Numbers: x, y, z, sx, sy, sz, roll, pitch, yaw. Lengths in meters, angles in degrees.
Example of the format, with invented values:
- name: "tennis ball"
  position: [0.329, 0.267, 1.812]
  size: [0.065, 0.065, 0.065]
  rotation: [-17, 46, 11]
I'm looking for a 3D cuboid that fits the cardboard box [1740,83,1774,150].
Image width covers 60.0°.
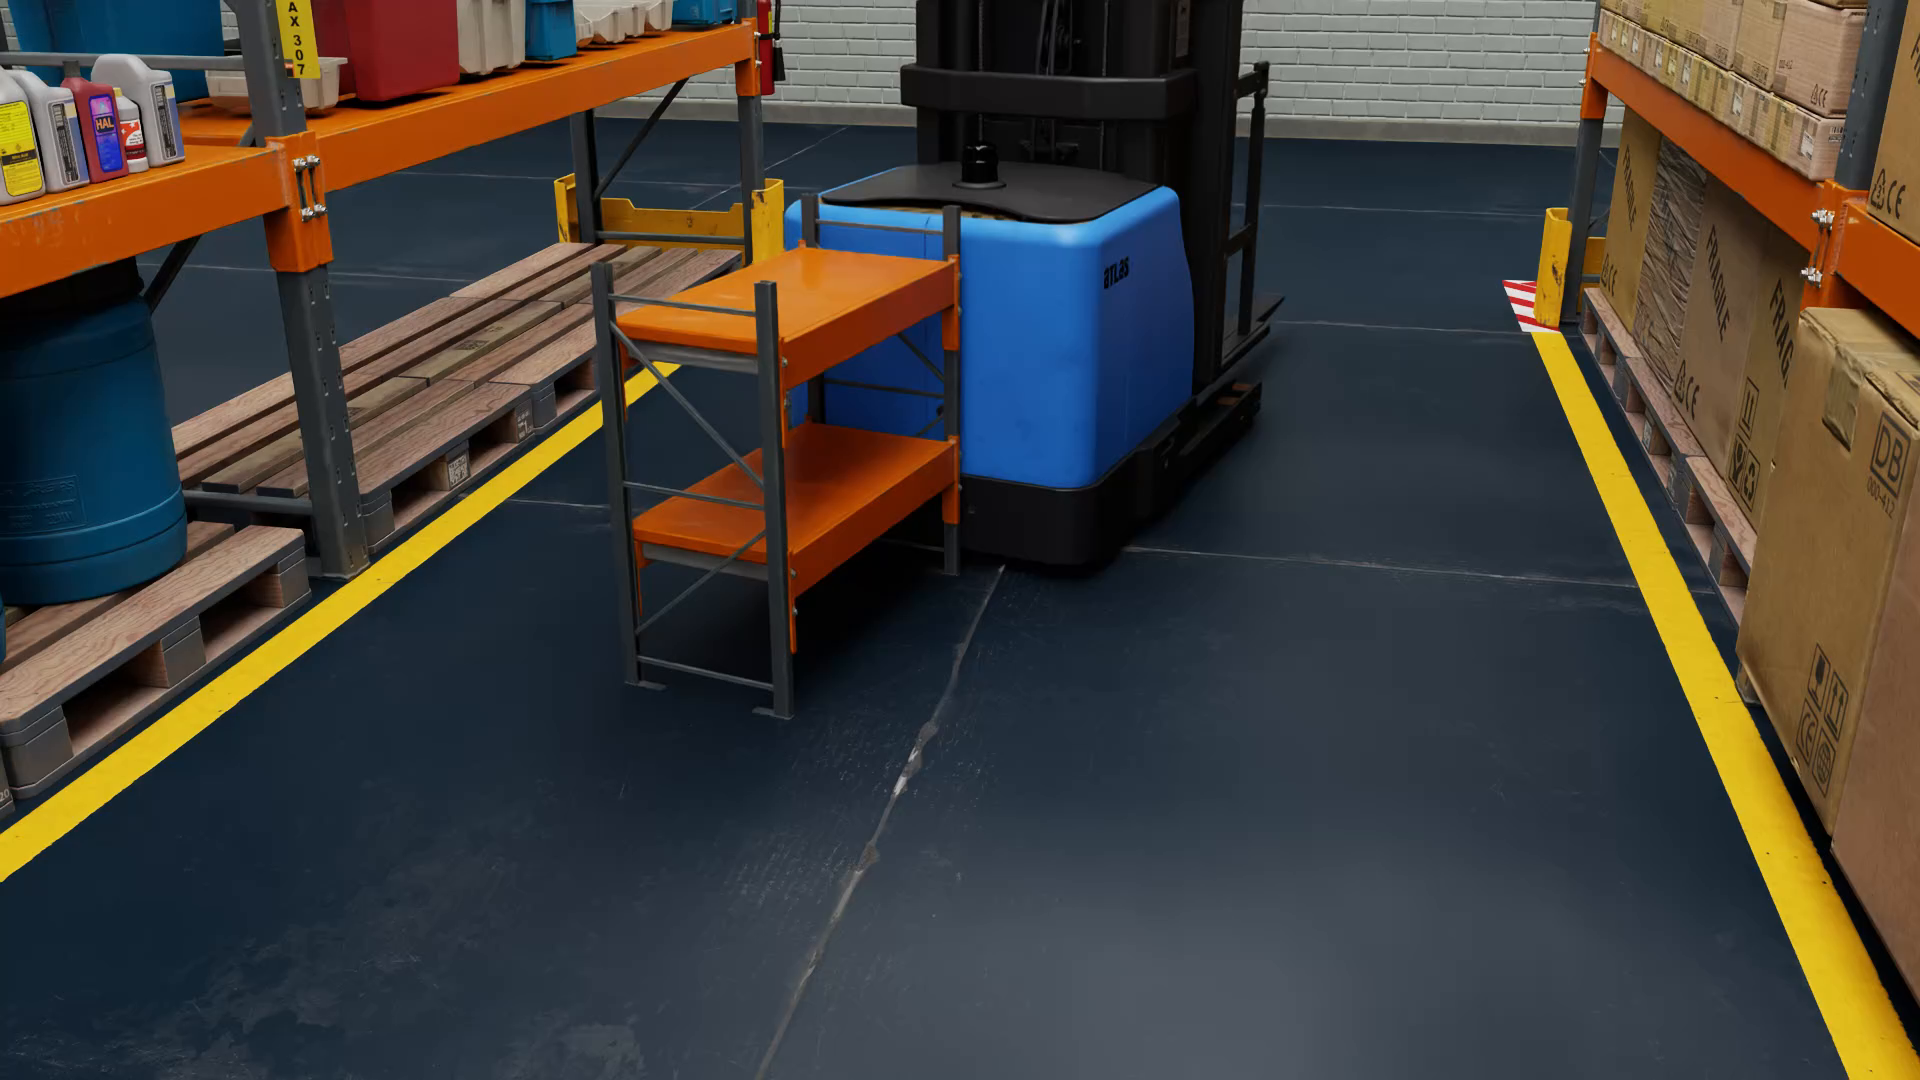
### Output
- name: "cardboard box"
  position: [2.371, -1.153, 4.538]
  size: [0.380, 0.149, 0.250]
  rotation: [4, 22, 10]

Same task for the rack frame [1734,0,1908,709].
- name: "rack frame"
  position: [2.525, -0.945, 3.686]
  size: [1.000, 3.000, 0.127]
  rotation: [4, 22, 11]

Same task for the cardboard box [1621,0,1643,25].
- name: "cardboard box"
  position: [2.879, -2.131, 6.432]
  size: [0.500, 0.250, 0.500]
  rotation: [4, 22, 10]

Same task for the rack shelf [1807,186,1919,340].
- name: "rack shelf"
  position: [2.116, 0.120, 2.004]
  size: [1.077, 0.370, 4.000]
  rotation: [4, 22, 11]

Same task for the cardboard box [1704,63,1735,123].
- name: "cardboard box"
  position: [2.476, -1.342, 5.006]
  size: [0.380, 0.149, 0.250]
  rotation: [5, 22, 12]

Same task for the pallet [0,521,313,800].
- name: "pallet"
  position: [-2.522, 0.250, 4.451]
  size: [1.003, 0.211, 1.213]
  rotation: [4, 22, 11]

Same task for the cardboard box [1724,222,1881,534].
- name: "cardboard box"
  position: [2.737, -0.390, 4.588]
  size: [0.875, 0.875, 0.875]
  rotation: [4, 22, 11]

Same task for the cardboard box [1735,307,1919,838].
- name: "cardboard box"
  position: [2.413, 0.081, 3.419]
  size: [1.225, 0.875, 0.875]
  rotation: [5, 22, 11]

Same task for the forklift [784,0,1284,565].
- name: "forklift"
  position: [0.525, -1.799, 5.898]
  size: [1.130, 2.935, 3.031]
  rotation: [10, 24, 23]

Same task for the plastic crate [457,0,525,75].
- name: "plastic crate"
  position: [-1.832, -1.840, 5.986]
  size: [0.437, 0.282, 0.530]
  rotation: [4, 22, 11]

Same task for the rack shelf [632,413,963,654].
- name: "rack shelf"
  position: [-0.442, -0.051, 4.630]
  size: [0.538, 0.278, 1.000]
  rotation: [10, 24, 23]

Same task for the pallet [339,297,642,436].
- name: "pallet"
  position: [-1.965, -0.749, 6.930]
  size: [1.003, 0.211, 1.213]
  rotation: [4, 22, 11]

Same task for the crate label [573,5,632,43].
- name: "crate label"
  position: [-1.603, -2.171, 7.001]
  size: [0.396, 0.136, 0.243]
  rotation: [4, 22, 11]

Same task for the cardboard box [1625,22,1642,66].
- name: "cardboard box"
  position: [2.790, -1.904, 6.402]
  size: [0.380, 0.149, 0.250]
  rotation: [4, 22, 10]

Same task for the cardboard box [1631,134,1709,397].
- name: "cardboard box"
  position: [3.103, -1.044, 6.214]
  size: [0.875, 0.875, 0.875]
  rotation: [4, 22, 11]

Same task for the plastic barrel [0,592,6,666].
- name: "plastic barrel"
  position: [-2.596, -0.088, 3.803]
  size: [0.600, 0.901, 0.708]
  rotation: [4, 22, 11]

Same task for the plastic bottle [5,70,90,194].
- name: "plastic bottle"
  position: [-2.163, -0.963, 3.895]
  size: [0.152, 0.276, 0.135]
  rotation: [4, 22, 11]

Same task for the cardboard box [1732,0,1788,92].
- name: "cardboard box"
  position: [2.461, -1.385, 4.579]
  size: [0.500, 0.250, 0.500]
  rotation: [5, 23, 13]

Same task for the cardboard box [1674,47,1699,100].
- name: "cardboard box"
  position: [2.581, -1.528, 5.469]
  size: [0.380, 0.149, 0.250]
  rotation: [5, 22, 12]

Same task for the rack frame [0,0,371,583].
- name: "rack frame"
  position: [-2.324, -1.323, 4.623]
  size: [1.000, 3.000, 0.127]
  rotation: [4, 22, 11]

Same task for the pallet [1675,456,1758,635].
- name: "pallet"
  position: [2.756, 0.076, 4.882]
  size: [1.003, 0.211, 1.213]
  rotation: [4, 22, 11]

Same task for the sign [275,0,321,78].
- name: "sign"
  position: [-1.786, -1.409, 4.466]
  size: [0.100, 0.325, 0.005]
  rotation: [4, 22, 11]

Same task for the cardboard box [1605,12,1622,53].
- name: "cardboard box"
  position: [2.894, -2.093, 6.872]
  size: [0.380, 0.149, 0.250]
  rotation: [4, 22, 10]

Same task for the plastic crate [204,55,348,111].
- name: "plastic crate"
  position: [-2.089, -1.388, 5.057]
  size: [0.396, 0.136, 0.243]
  rotation: [4, 22, 11]

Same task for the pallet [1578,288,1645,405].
- name: "pallet"
  position: [3.254, -0.816, 7.098]
  size: [1.003, 0.211, 1.213]
  rotation: [4, 22, 11]

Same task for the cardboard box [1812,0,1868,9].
- name: "cardboard box"
  position: [2.357, -1.550, 3.986]
  size: [0.500, 0.500, 0.500]
  rotation: [5, 22, 12]

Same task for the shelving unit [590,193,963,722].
- name: "shelving unit"
  position: [-0.442, -0.278, 4.538]
  size: [0.538, 1.125, 1.048]
  rotation: [10, 24, 23]

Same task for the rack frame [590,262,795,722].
- name: "rack frame"
  position: [-0.654, -0.105, 4.110]
  size: [0.500, 1.125, 0.032]
  rotation: [10, 24, 23]

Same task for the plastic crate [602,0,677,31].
- name: "plastic crate"
  position: [-1.497, -2.379, 7.519]
  size: [0.396, 0.136, 0.243]
  rotation: [4, 22, 11]

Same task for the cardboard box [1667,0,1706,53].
- name: "cardboard box"
  position: [2.671, -1.756, 5.502]
  size: [0.500, 0.250, 0.500]
  rotation: [4, 22, 10]

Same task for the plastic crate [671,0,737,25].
- name: "plastic crate"
  position: [-1.394, -2.693, 7.898]
  size: [0.616, 0.435, 0.499]
  rotation: [4, 22, 11]

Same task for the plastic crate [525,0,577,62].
- name: "plastic crate"
  position: [-1.676, -1.965, 6.362]
  size: [0.416, 0.233, 0.300]
  rotation: [4, 22, 11]

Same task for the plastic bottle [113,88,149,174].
- name: "plastic bottle"
  position: [-2.085, -1.017, 4.131]
  size: [0.097, 0.201, 0.097]
  rotation: [0, 22, 0]

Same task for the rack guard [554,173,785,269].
- name: "rack guard"
  position: [-1.516, -1.636, 8.747]
  size: [1.175, 0.500, 0.348]
  rotation: [4, 22, 11]

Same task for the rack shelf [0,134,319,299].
- name: "rack shelf"
  position: [-2.732, -0.258, 2.941]
  size: [1.077, 0.370, 4.000]
  rotation: [4, 22, 11]

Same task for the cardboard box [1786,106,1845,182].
- name: "cardboard box"
  position: [2.266, -0.965, 4.071]
  size: [0.380, 0.149, 0.250]
  rotation: [5, 22, 11]

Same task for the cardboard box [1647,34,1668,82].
- name: "cardboard box"
  position: [2.685, -1.717, 5.937]
  size: [0.380, 0.149, 0.250]
  rotation: [4, 22, 10]
